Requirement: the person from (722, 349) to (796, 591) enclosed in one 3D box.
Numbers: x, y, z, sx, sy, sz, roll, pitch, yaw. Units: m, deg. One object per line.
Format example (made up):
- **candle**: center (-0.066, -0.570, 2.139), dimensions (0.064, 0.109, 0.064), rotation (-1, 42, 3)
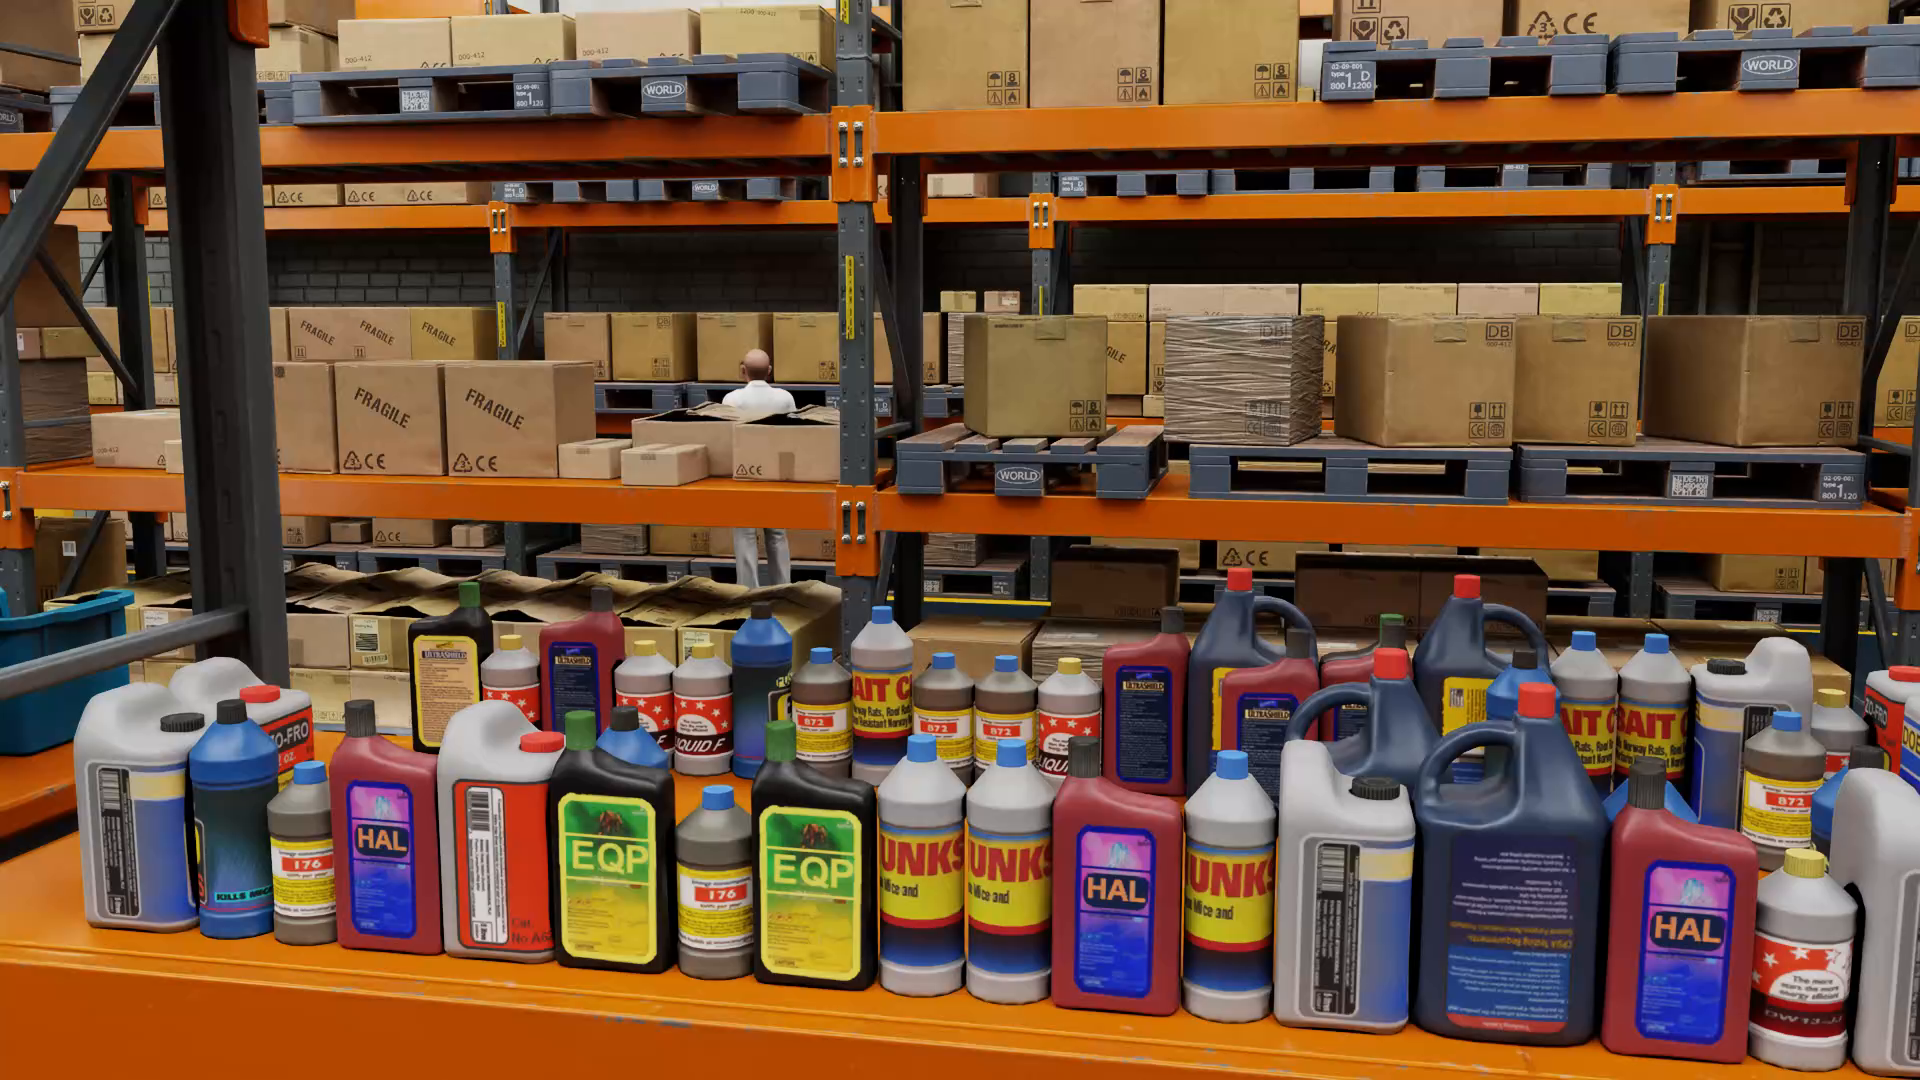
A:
- **person**: center (-1.381, -0.393, 11.200), dimensions (0.547, 1.782, 0.391), rotation (-4, 9, -29)
